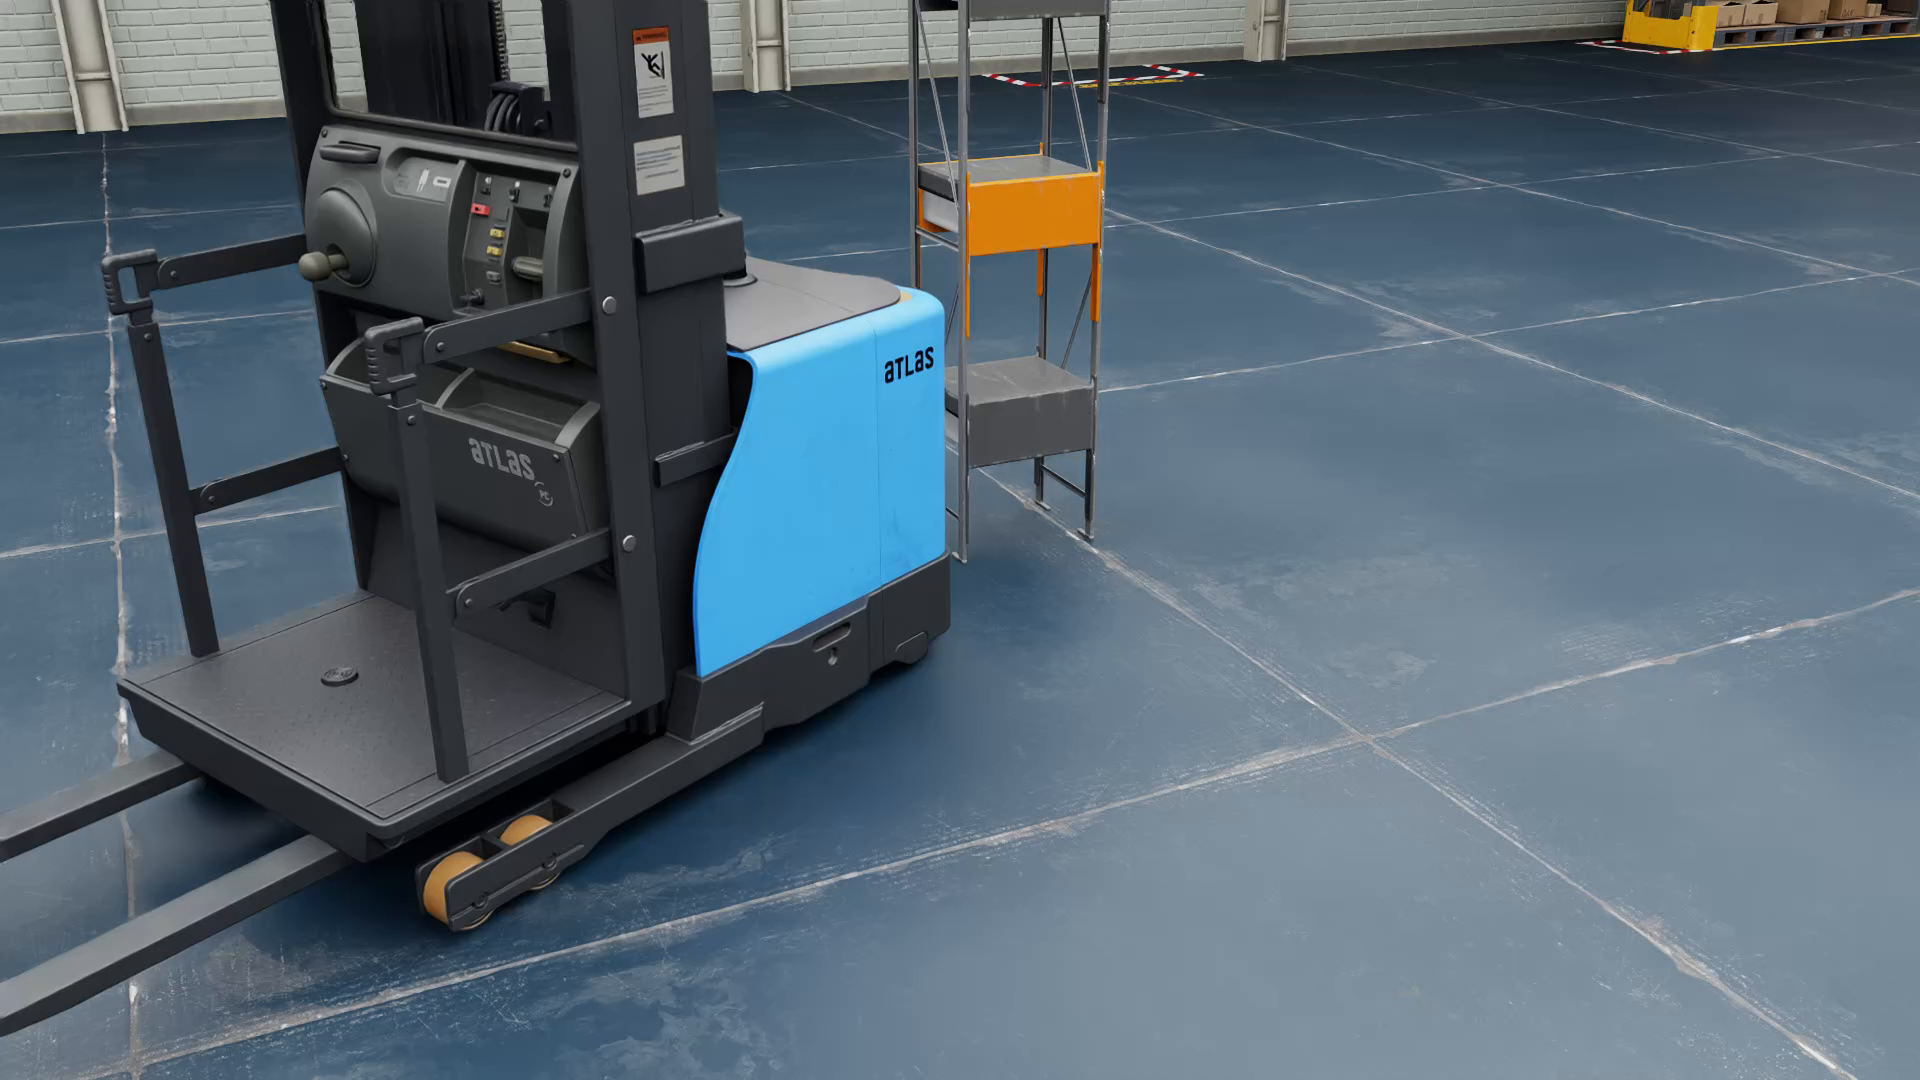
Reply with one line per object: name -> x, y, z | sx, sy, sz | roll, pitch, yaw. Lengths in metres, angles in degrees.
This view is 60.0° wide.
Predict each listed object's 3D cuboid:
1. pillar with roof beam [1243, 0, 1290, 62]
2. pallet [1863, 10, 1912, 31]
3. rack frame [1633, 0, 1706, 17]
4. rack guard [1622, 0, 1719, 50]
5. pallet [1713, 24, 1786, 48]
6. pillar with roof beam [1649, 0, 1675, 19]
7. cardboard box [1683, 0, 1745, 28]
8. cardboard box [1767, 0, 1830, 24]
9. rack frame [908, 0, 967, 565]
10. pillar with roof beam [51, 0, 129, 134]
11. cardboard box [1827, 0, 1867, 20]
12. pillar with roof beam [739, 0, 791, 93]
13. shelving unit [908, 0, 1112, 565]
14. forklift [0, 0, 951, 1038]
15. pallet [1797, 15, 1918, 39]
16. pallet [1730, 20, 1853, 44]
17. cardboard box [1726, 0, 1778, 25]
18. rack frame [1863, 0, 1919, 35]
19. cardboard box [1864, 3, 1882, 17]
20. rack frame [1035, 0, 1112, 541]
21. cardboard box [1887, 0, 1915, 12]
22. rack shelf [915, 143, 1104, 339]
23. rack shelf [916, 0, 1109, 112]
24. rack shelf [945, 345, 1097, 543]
pillar with roof beam -> 5.346, -8.178, 13.740 | 0.400, 9.000, 9.100 | -10, 25, -24
pallet -> 12.935, -6.975, 22.325 | 1.213, 0.211, 1.003 | -10, 25, -24
rack frame -> 8.629, -7.470, 19.875 | 0.127, 3.000, 1.000 | -10, 25, -24
rack guard -> 8.698, -6.328, 20.384 | 0.348, 0.500, 1.175 | -10, 25, -24
pallet -> 9.445, -6.317, 20.735 | 1.213, 0.211, 1.003 | -10, 25, -24
pillar with roof beam -> 10.752, -9.173, 16.144 | 0.400, 9.000, 9.100 | -10, 25, -24
cardboard box -> 9.292, -6.515, 20.508 | 0.500, 0.311, 0.500 | -14, 26, -30
cardboard box -> 10.488, -6.802, 20.952 | 0.500, 0.500, 0.700 | -12, 25, -27
rack frame -> -0.071, -0.957, 5.317 | 0.015, 2.100, 0.400 | -10, 25, -24
pillar with roof beam -> -5.467, -6.187, 8.931 | 0.400, 9.000, 9.100 | -10, 25, -24
cardboard box -> 11.316, -6.996, 21.423 | 0.500, 0.500, 0.500 | -12, 26, -28
pillar with roof beam -> -0.061, -7.182, 11.336 | 0.400, 9.000, 9.100 | -10, 25, -24
shelving unit -> 0.149, -0.998, 5.415 | 0.503, 2.100, 0.431 | -10, 25, -24
forklift -> -1.321, -0.707, 3.625 | 1.130, 2.935, 3.031 | 16, 28, 34
pallet -> 11.644, -6.722, 21.713 | 1.213, 0.211, 1.003 | -10, 25, -24
pallet -> 10.543, -6.518, 21.220 | 1.213, 0.211, 1.003 | -10, 25, -24
cardboard box -> 9.806, -6.610, 20.736 | 0.500, 0.311, 0.500 | -8, 24, -19
rack frame -> 12.234, -8.134, 21.478 | 0.127, 3.000, 1.000 | -10, 25, -24
cardboard box -> 11.765, -6.929, 21.697 | 0.250, 0.166, 0.380 | -14, 26, -30
rack frame -> 0.369, -1.038, 5.513 | 0.015, 2.100, 0.400 | -10, 25, -24
cardboard box -> 12.890, -7.310, 22.181 | 0.500, 0.500, 0.700 | -10, 24, -22
rack shelf -> 0.149, -0.985, 5.420 | 0.480, 0.518, 0.431 | -10, 25, -24
rack shelf -> 0.149, -1.632, 5.152 | 0.480, 0.518, 0.431 | -10, 25, -24
rack shelf -> 0.149, -0.338, 5.688 | 0.480, 0.518, 0.431 | -10, 25, -24
